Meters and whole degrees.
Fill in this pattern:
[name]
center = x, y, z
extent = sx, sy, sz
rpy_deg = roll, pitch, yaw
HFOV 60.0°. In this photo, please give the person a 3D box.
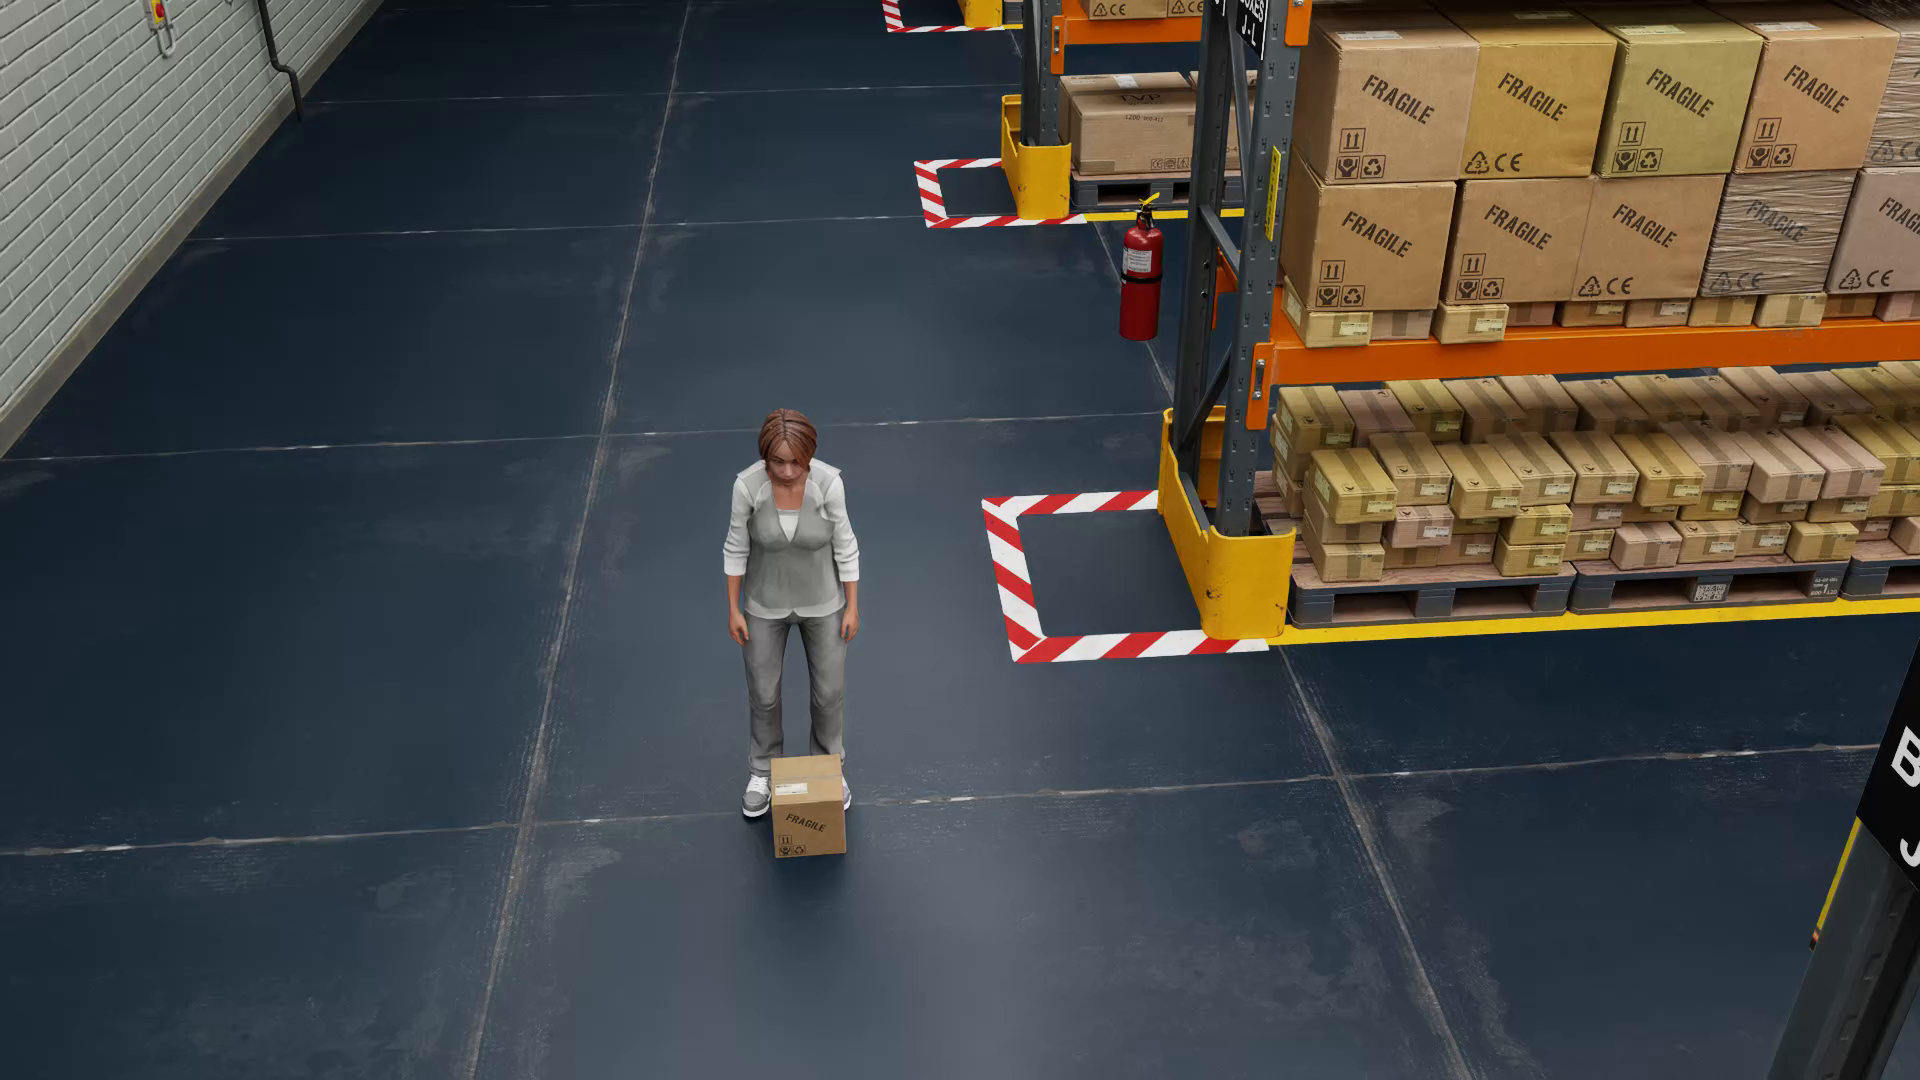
[person]
center = -0.572, 0.244, 5.747
extent = 0.461, 1.593, 0.343
rpy_deg = -3, 32, -4
